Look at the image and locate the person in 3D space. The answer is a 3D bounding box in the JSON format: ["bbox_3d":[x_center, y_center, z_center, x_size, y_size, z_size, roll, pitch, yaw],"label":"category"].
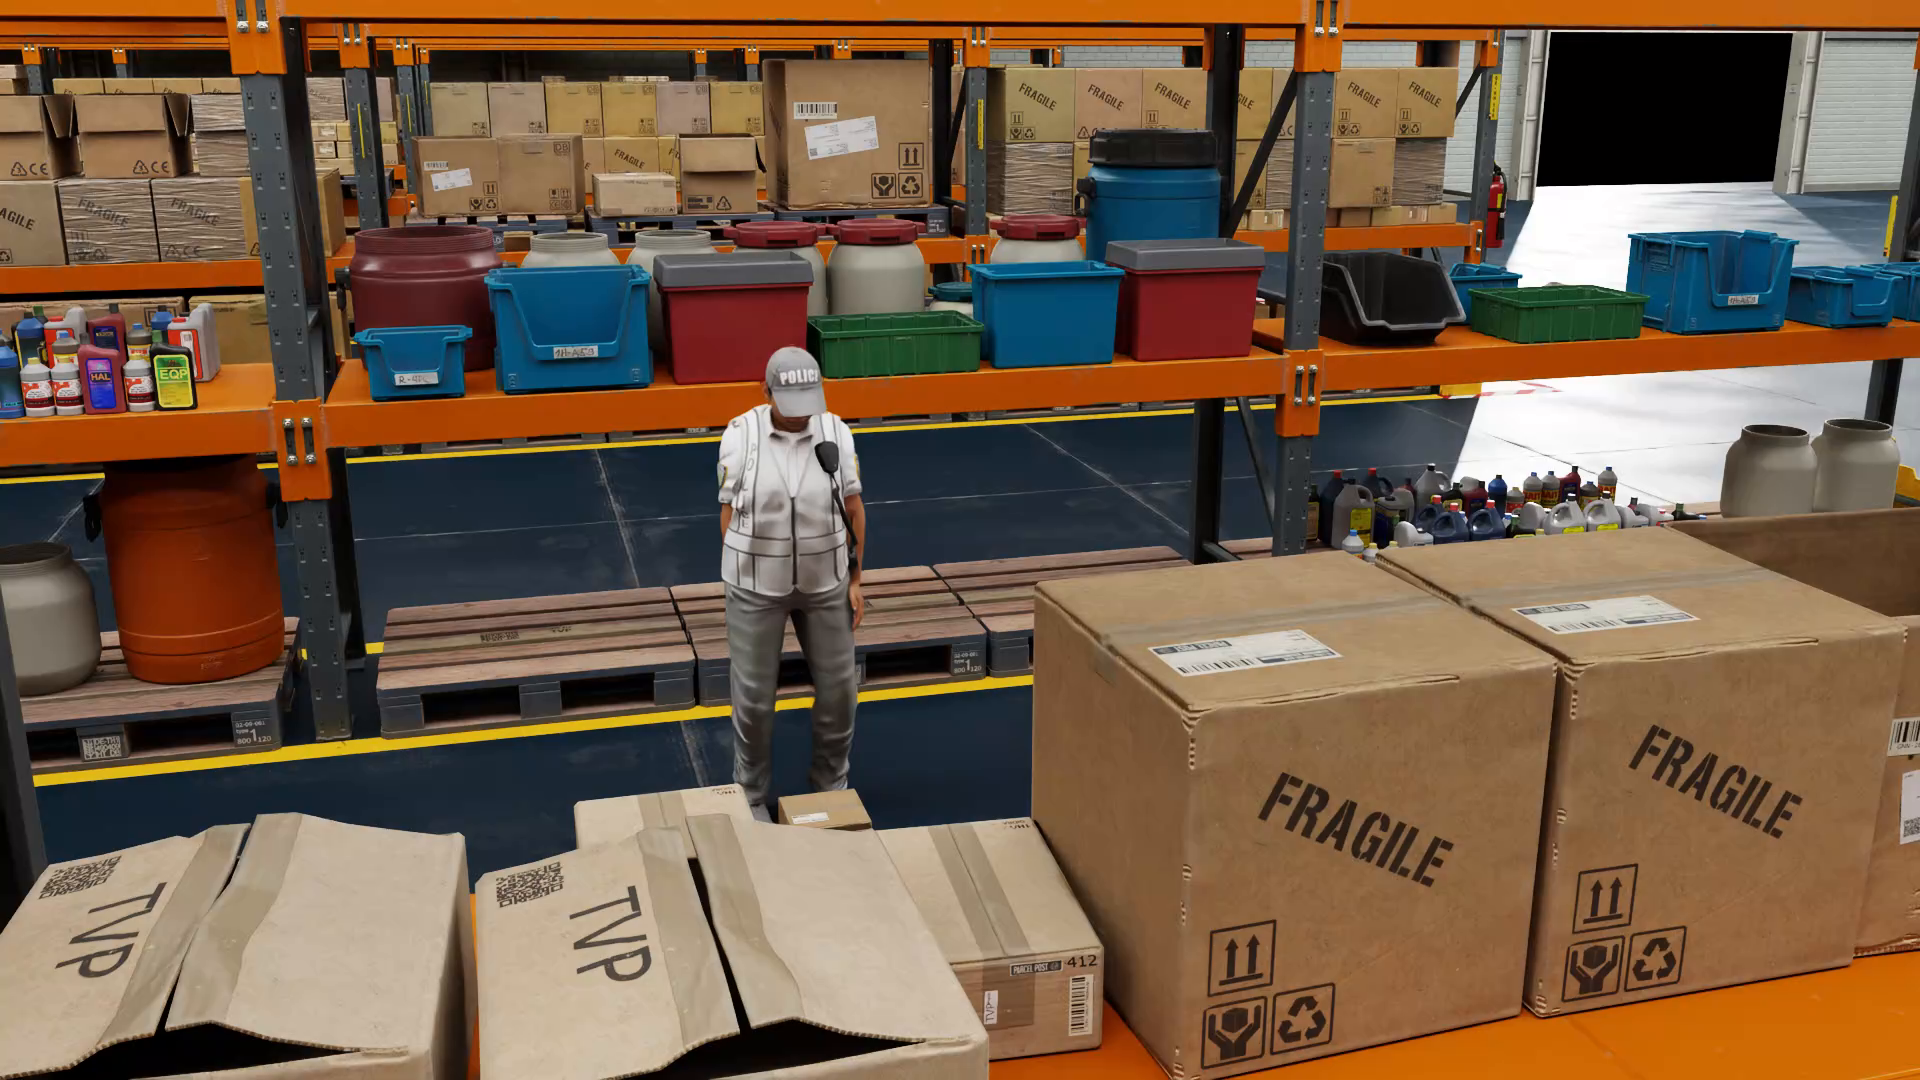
[{"bbox_3d":[-0.542,0.171,5.488,0.480,1.646,0.419,-4,17,-14],"label":"person"}]
